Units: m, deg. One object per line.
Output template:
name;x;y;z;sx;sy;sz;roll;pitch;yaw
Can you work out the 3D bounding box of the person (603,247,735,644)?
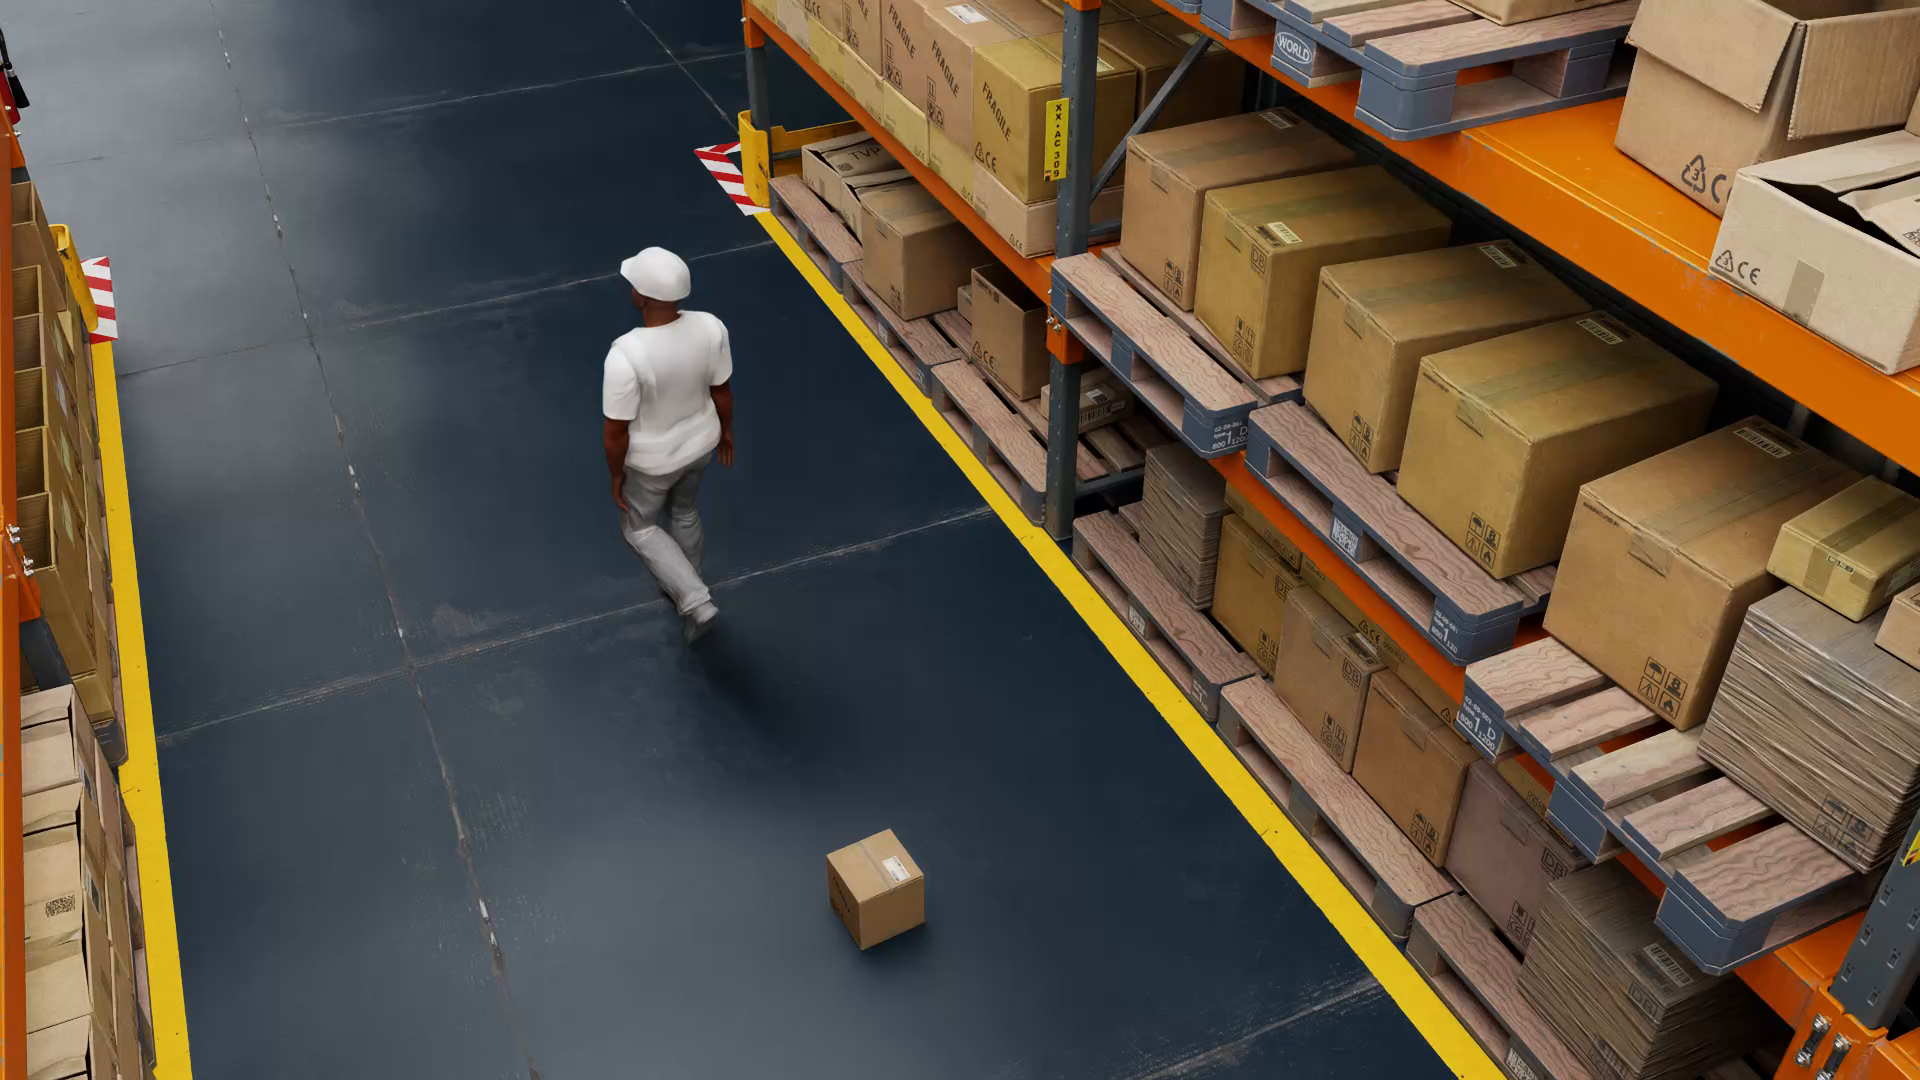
person;-1.140;-0.356;6.578;0.588;1.748;0.686;-29;46;-33
